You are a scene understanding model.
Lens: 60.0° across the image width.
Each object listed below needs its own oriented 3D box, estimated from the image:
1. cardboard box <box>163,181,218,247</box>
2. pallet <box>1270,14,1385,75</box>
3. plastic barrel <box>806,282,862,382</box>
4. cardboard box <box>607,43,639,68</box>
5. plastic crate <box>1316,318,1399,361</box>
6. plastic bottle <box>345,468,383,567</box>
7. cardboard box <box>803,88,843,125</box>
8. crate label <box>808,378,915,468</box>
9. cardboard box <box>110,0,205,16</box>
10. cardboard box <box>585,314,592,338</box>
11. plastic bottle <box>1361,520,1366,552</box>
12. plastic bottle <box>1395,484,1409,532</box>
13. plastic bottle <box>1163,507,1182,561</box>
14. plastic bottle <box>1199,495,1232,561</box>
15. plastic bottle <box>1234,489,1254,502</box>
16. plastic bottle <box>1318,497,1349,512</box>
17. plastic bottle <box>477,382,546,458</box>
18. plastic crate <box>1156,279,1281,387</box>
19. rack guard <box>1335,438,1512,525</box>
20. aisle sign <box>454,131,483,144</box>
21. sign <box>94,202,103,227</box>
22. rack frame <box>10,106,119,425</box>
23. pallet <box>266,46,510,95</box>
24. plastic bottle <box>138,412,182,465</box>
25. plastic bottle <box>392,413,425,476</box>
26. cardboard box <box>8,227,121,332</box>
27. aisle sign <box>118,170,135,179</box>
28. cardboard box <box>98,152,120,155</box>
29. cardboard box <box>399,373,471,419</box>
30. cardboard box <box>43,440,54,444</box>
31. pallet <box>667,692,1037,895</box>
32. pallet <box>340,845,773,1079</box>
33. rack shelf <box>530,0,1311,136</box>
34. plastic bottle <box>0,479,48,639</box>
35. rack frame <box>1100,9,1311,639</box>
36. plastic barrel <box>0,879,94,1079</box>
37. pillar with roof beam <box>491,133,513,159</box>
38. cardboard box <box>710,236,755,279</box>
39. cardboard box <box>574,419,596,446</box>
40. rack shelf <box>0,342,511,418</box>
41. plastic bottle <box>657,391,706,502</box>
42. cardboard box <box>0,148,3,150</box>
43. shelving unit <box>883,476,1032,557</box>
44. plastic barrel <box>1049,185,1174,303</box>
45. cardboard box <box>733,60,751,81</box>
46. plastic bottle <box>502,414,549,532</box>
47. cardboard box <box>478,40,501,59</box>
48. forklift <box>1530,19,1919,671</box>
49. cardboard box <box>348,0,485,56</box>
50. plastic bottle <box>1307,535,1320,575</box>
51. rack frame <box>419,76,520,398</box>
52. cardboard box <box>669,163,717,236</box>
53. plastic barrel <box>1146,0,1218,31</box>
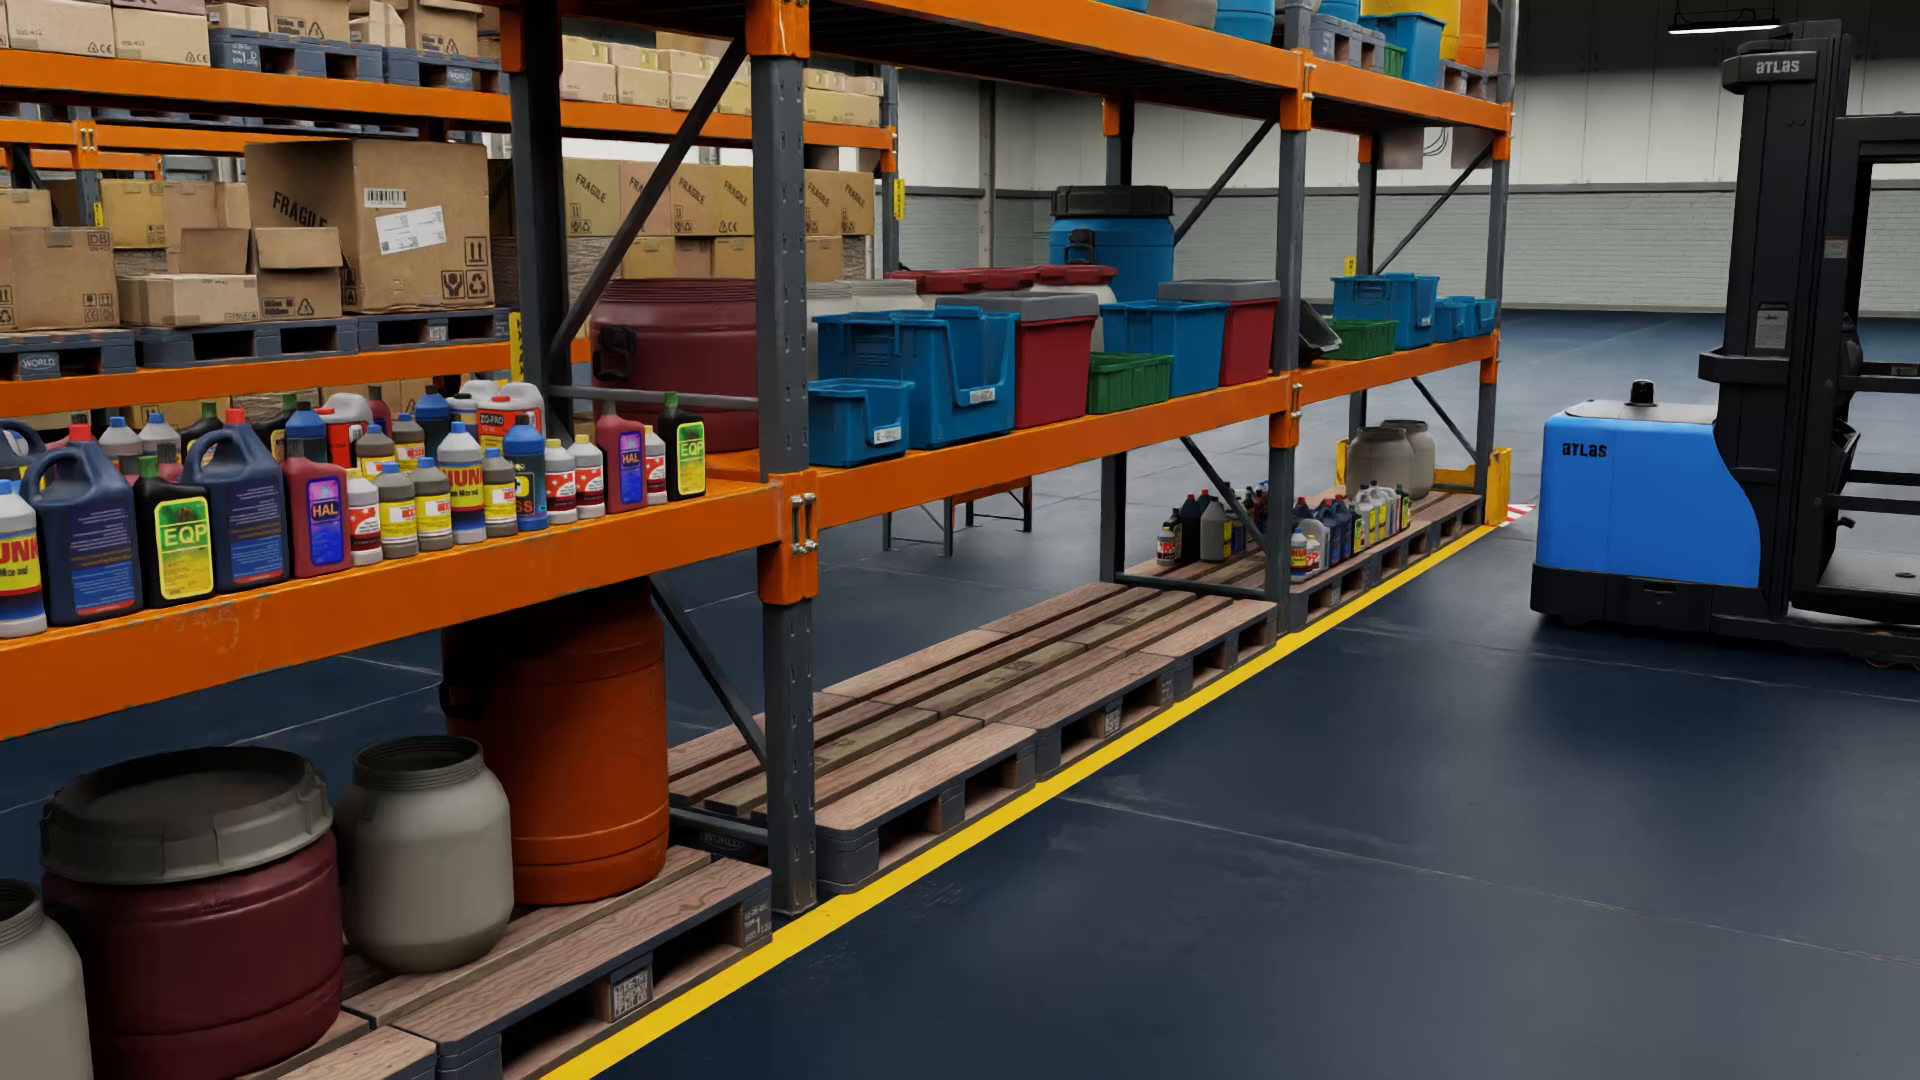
[{"bbox_3d":[-6.823,-2.761,14.125,0.875,0.550,0.550,6,12,31],"label":"cardboard box"},{"bbox_3d":[1.481,-2.546,8.679,1.213,0.211,1.003,6,12,31],"label":"pallet"},{"bbox_3d":[-0.535,-0.650,5.884,0.421,0.512,0.421,0,11,0],"label":"plastic barrel"},{"bbox_3d":[-2.372,-3.222,11.102,0.380,0.149,0.250,6,12,31],"label":"cardboard box"},{"bbox_3d":[2.136,-1.124,9.297,0.450,0.188,0.662,6,12,31],"label":"plastic crate"},{"bbox_3d":[-1.281,-0.051,3.528,0.097,0.201,0.097,0,11,0],"label":"plastic bottle"},{"bbox_3d":[-1.256,-3.366,12.951,0.500,0.250,0.500,6,12,31],"label":"cardboard box"},{"bbox_3d":[-0.348,-0.361,5.099,0.303,0.233,0.416,6,12,31],"label":"crate label"},{"bbox_3d":[-4.135,-2.864,8.231,0.500,0.500,0.500,6,12,29],"label":"cardboard box"},{"bbox_3d":[-2.534,-1.435,11.062,0.380,0.149,0.250,6,12,31],"label":"cardboard box"},{"bbox_3d":[2.229,-0.042,9.349,0.097,0.201,0.097,0,11,0],"label":"plastic bottle"},{"bbox_3d":[2.643,-0.201,9.977,0.061,0.283,0.133,7,13,32],"label":"plastic bottle"},{"bbox_3d":[1.158,-0.030,9.063,0.061,0.283,0.133,7,13,34],"label":"plastic bottle"},{"bbox_3d":[1.401,-0.071,9.099,0.144,0.351,0.185,6,12,31],"label":"plastic bottle"},{"bbox_3d":[1.633,-0.154,9.747,0.152,0.276,0.135,7,12,32],"label":"plastic bottle"},{"bbox_3d":[2.143,-0.113,9.528,0.152,0.276,0.135,6,12,31],"label":"plastic bottle"},{"bbox_3d":[-1.258,-0.300,4.656,0.152,0.276,0.135,6,12,31],"label":"plastic bottle"},{"bbox_3d":[1.200,-0.968,7.712,0.402,0.464,0.583,6,12,31],"label":"plastic crate"},{"bbox_3d":[3.267,-0.426,11.784,1.175,0.500,0.348,6,12,31],"label":"rack guard"},{"bbox_3d":[-4.860,-3.894,16.452,0.394,0.787,0.004,6,12,31],"label":"aisle sign"},{"bbox_3d":[-6.761,-2.484,13.057,0.100,0.325,0.005,6,12,31],"label":"sign"},{"bbox_3d":[-7.230,-2.005,13.425,1.000,3.000,0.127,6,12,31],"label":"rack frame"},{"bbox_3d":[-3.455,-2.810,10.086,1.213,0.211,1.003,6,12,31],"label":"pallet"},{"bbox_3d":[-1.901,-0.166,3.956,0.097,0.271,0.097,0,11,0],"label":"plastic bottle"},{"bbox_3d":[-1.522,-0.247,4.575,0.097,0.201,0.097,0,11,0],"label":"plastic bottle"},{"bbox_3d":[-4.669,-1.327,8.395,0.700,0.500,0.500,9,14,39],"label":"cardboard box"},{"bbox_3d":[-9.669,-4.408,19.197,0.394,0.787,0.004,6,12,31],"label":"aisle sign"},{"bbox_3d":[-9.484,-4.317,18.305,0.380,0.149,0.250,6,12,31],"label":"cardboard box"},{"bbox_3d":[-5.449,-1.683,16.339,0.875,0.875,0.875,6,12,31],"label":"cardboard box"},{"bbox_3d":[-4.798,-0.350,8.147,0.500,0.250,0.500,7,13,33],"label":"cardboard box"},{"bbox_3d":[-0.451,0.840,5.809,1.003,0.211,1.213,6,12,31],"label":"pallet"},{"bbox_3d":[-1.261,1.086,4.494,1.003,0.211,1.213,6,12,31],"label":"pallet"},{"bbox_3d":[0.152,-1.848,6.391,1.077,0.370,4.000,6,12,31],"label":"rack shelf"},{"bbox_3d":[-1.662,0.030,2.905,0.097,0.271,0.097,0,11,0],"label":"plastic bottle"},{"bbox_3d":[1.190,-1.042,8.281,1.000,3.000,0.127,6,12,31],"label":"rack frame"},{"bbox_3d":[-1.929,0.957,3.223,0.421,0.512,0.421,0,11,0],"label":"plastic barrel"},{"bbox_3d":[-4.903,-7.966,28.963,9.100,9.000,0.548,6,12,31],"label":"pillar with roof beam"},{"bbox_3d":[-1.999,-2.013,12.391,0.875,0.500,0.500,6,12,31],"label":"cardboard box"},{"bbox_3d":[-2.801,-0.552,11.316,0.500,0.500,0.500,6,12,29],"label":"cardboard box"},{"bbox_3d":[-4.082,-0.847,9.195,1.077,0.370,4.000,6,12,31],"label":"rack shelf"},{"bbox_3d":[-0.732,-0.251,4.374,0.061,0.283,0.133,6,12,31],"label":"plastic bottle"},{"bbox_3d":[-10.142,-4.113,17.218,0.380,0.149,0.250,6,12,30],"label":"cardboard box"},{"bbox_3d":[-0.004,-0.552,10.759,0.538,1.125,1.048,6,12,31],"label":"shelving unit"},{"bbox_3d":[0.730,-1.256,8.065,0.600,0.901,0.708,6,12,31],"label":"plastic barrel"},{"bbox_3d":[-1.708,-3.424,12.182,0.380,0.149,0.250,6,12,28],"label":"cardboard box"},{"bbox_3d":[-1.029,-0.162,3.930,0.097,0.271,0.097,0,11,0],"label":"plastic bottle"},{"bbox_3d":[-3.121,-3.190,10.930,0.380,0.149,0.250,7,13,32],"label":"cardboard box"},{"bbox_3d":[4.465,-0.942,7.933,3.031,2.935,1.130,6,12,31],"label":"forklift"},{"bbox_3d":[-3.372,-3.182,10.140,0.797,0.503,0.637,6,12,28],"label":"cardboard box"},{"bbox_3d":[1.836,0.077,8.713,0.097,0.201,0.097,0,11,0],"label":"plastic bottle"},{"bbox_3d":[-3.043,-1.515,10.809,1.000,3.000,0.127,6,12,31],"label":"rack frame"},{"bbox_3d":[-2.074,-2.406,11.769,0.500,0.500,0.500,6,12,31],"label":"cardboard box"},{"bbox_3d":[0.772,-2.559,6.872,0.600,0.901,0.600,0,11,0],"label":"plastic barrel"}]
